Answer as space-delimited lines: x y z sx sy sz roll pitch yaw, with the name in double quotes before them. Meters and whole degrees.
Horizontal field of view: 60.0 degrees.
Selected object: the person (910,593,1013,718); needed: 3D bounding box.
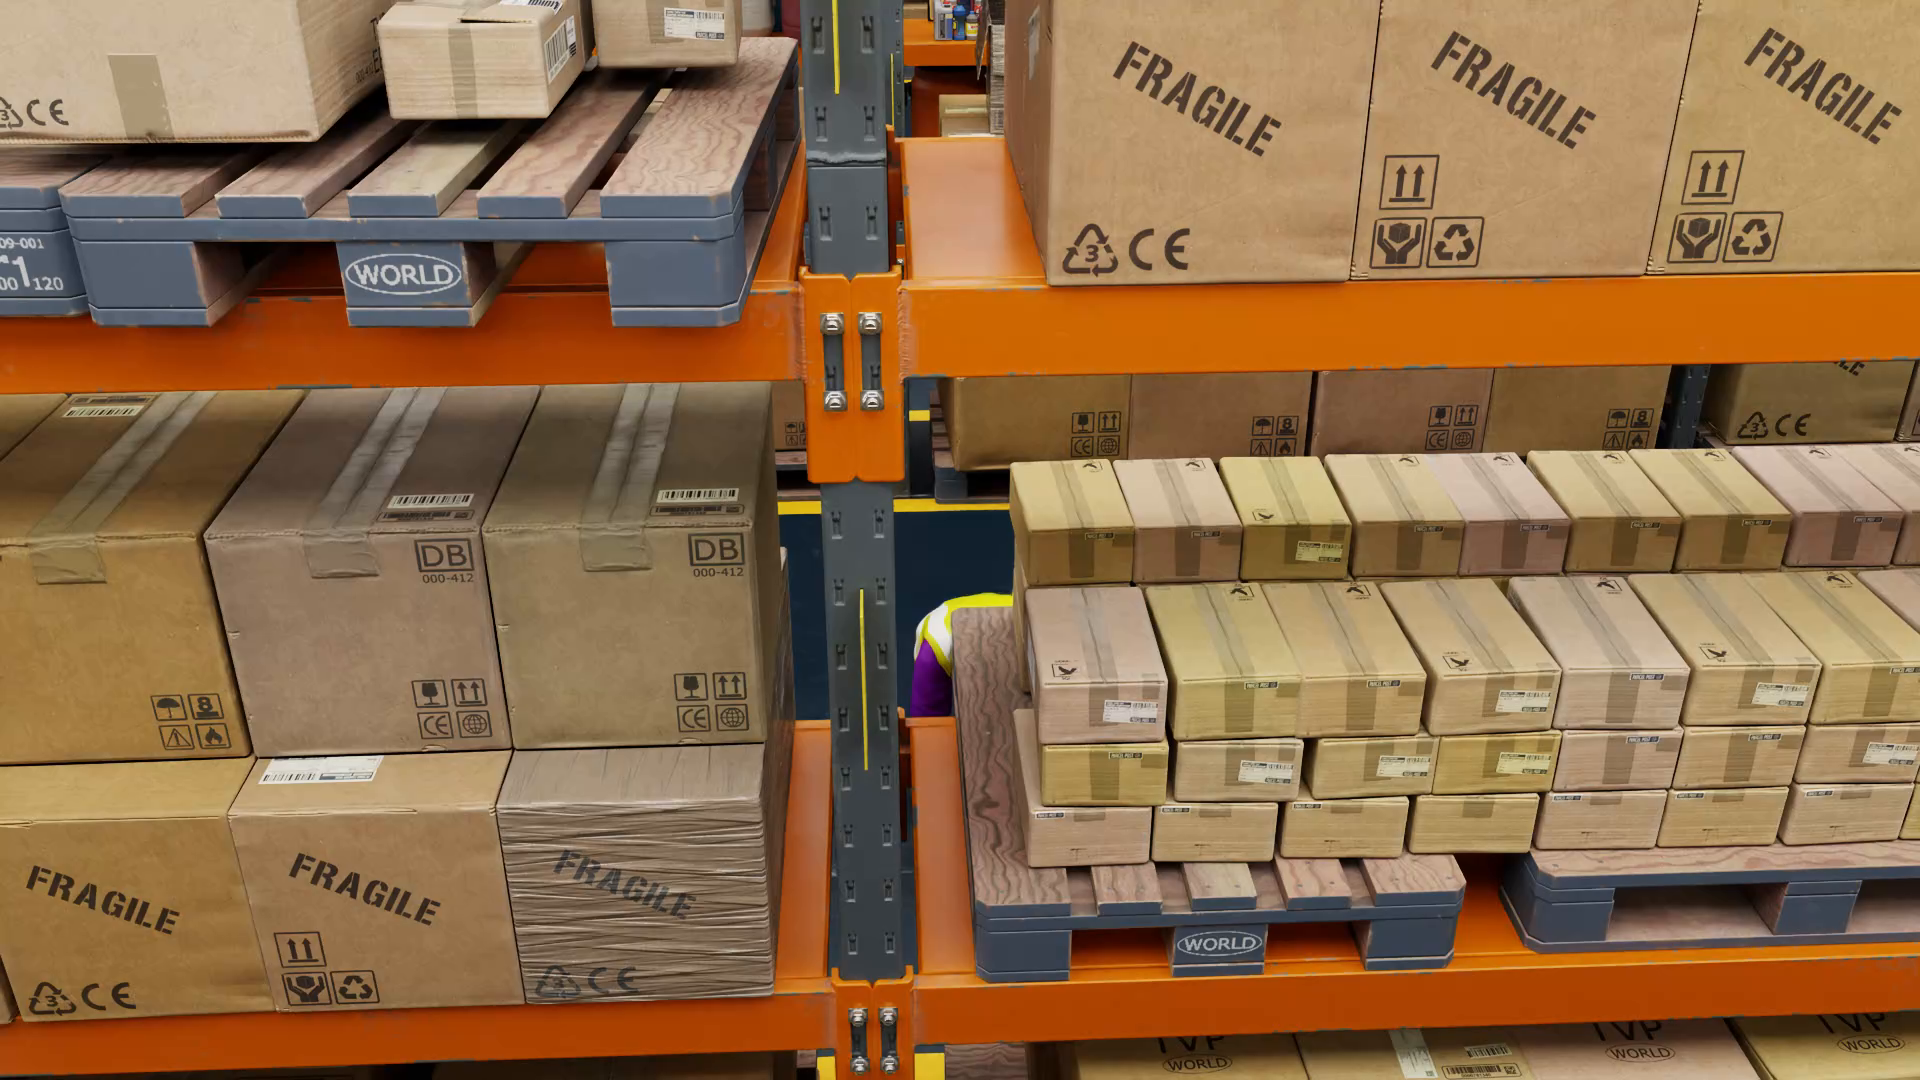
"person" 0.110 0.564 5.871 0.581 0.976 0.892 -1 27 -3
